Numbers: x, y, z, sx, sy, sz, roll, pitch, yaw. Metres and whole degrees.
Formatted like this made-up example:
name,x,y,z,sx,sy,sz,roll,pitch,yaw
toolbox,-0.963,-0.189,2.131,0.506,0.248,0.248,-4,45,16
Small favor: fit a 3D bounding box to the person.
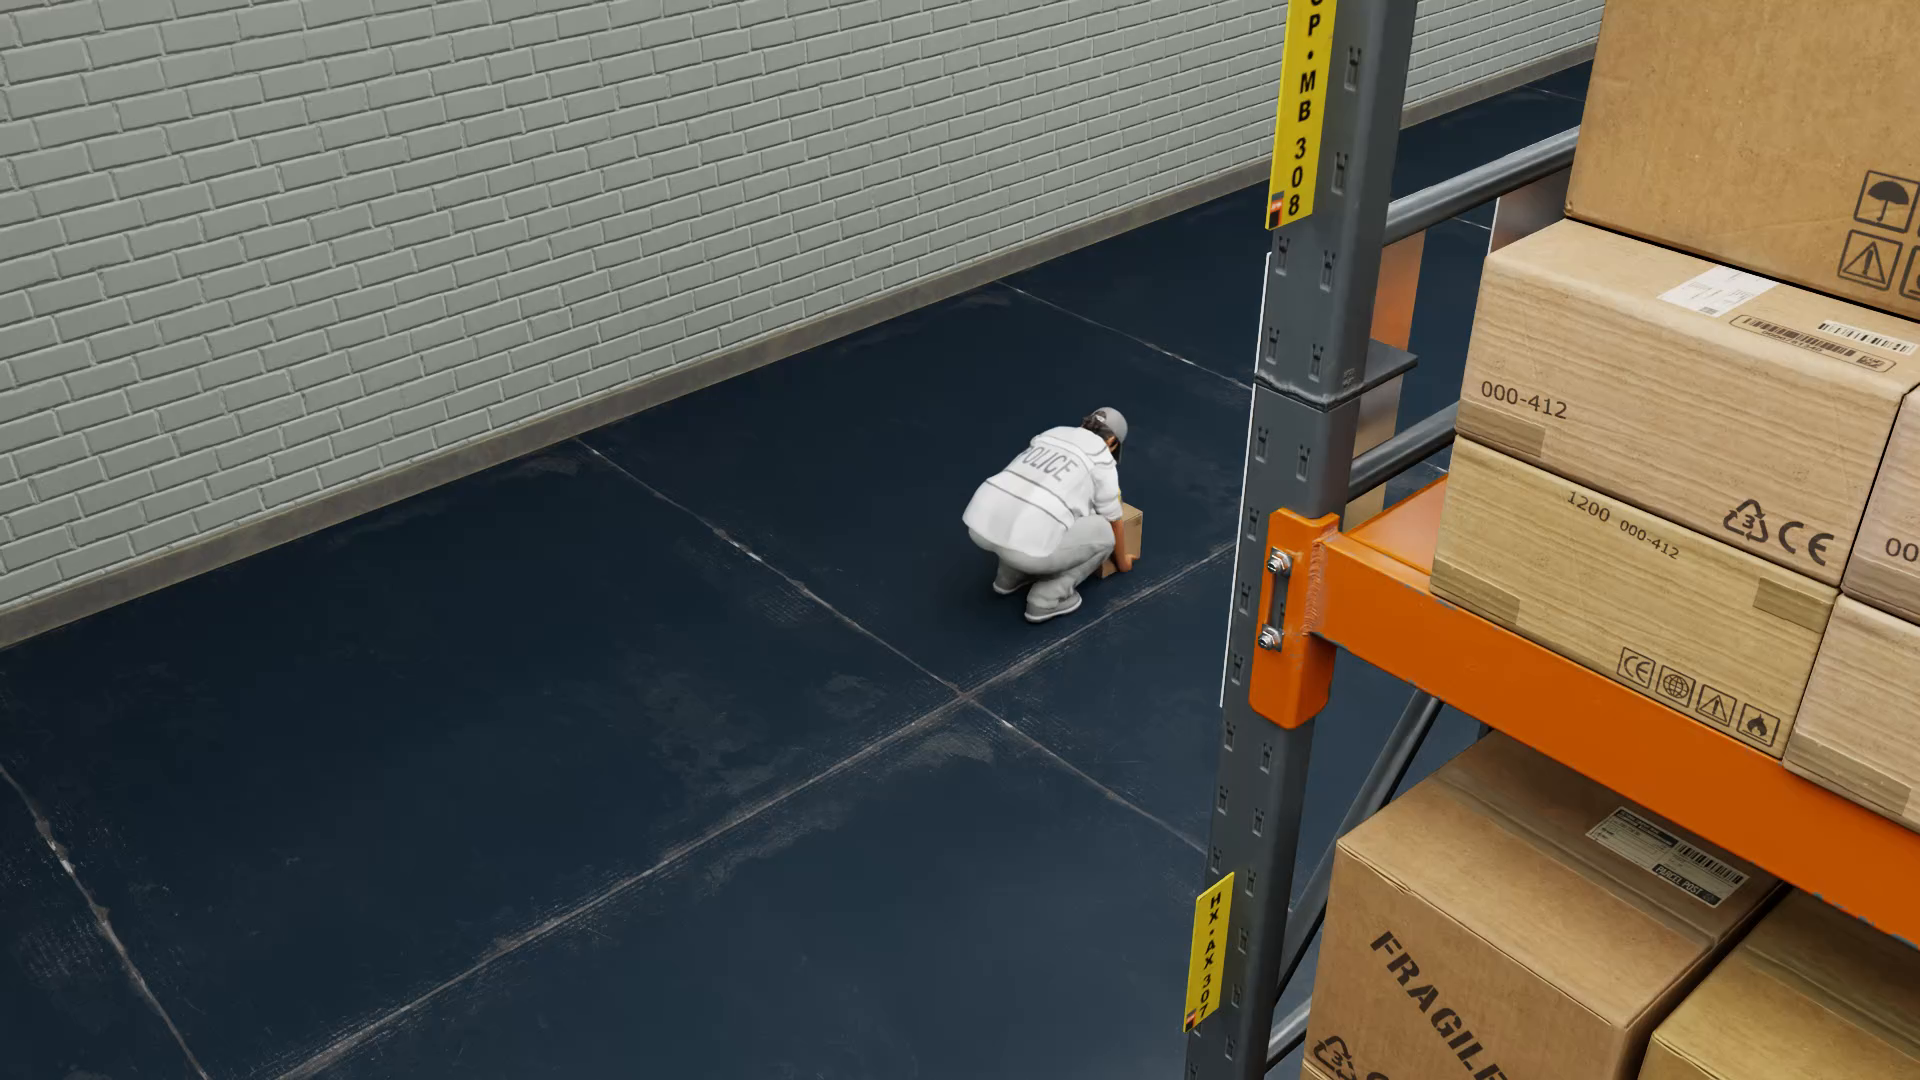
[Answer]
name,x,y,z,sx,sy,sz,roll,pitch,yaw
person,0.419,-0.088,7.205,0.907,0.798,0.506,-27,41,-36
